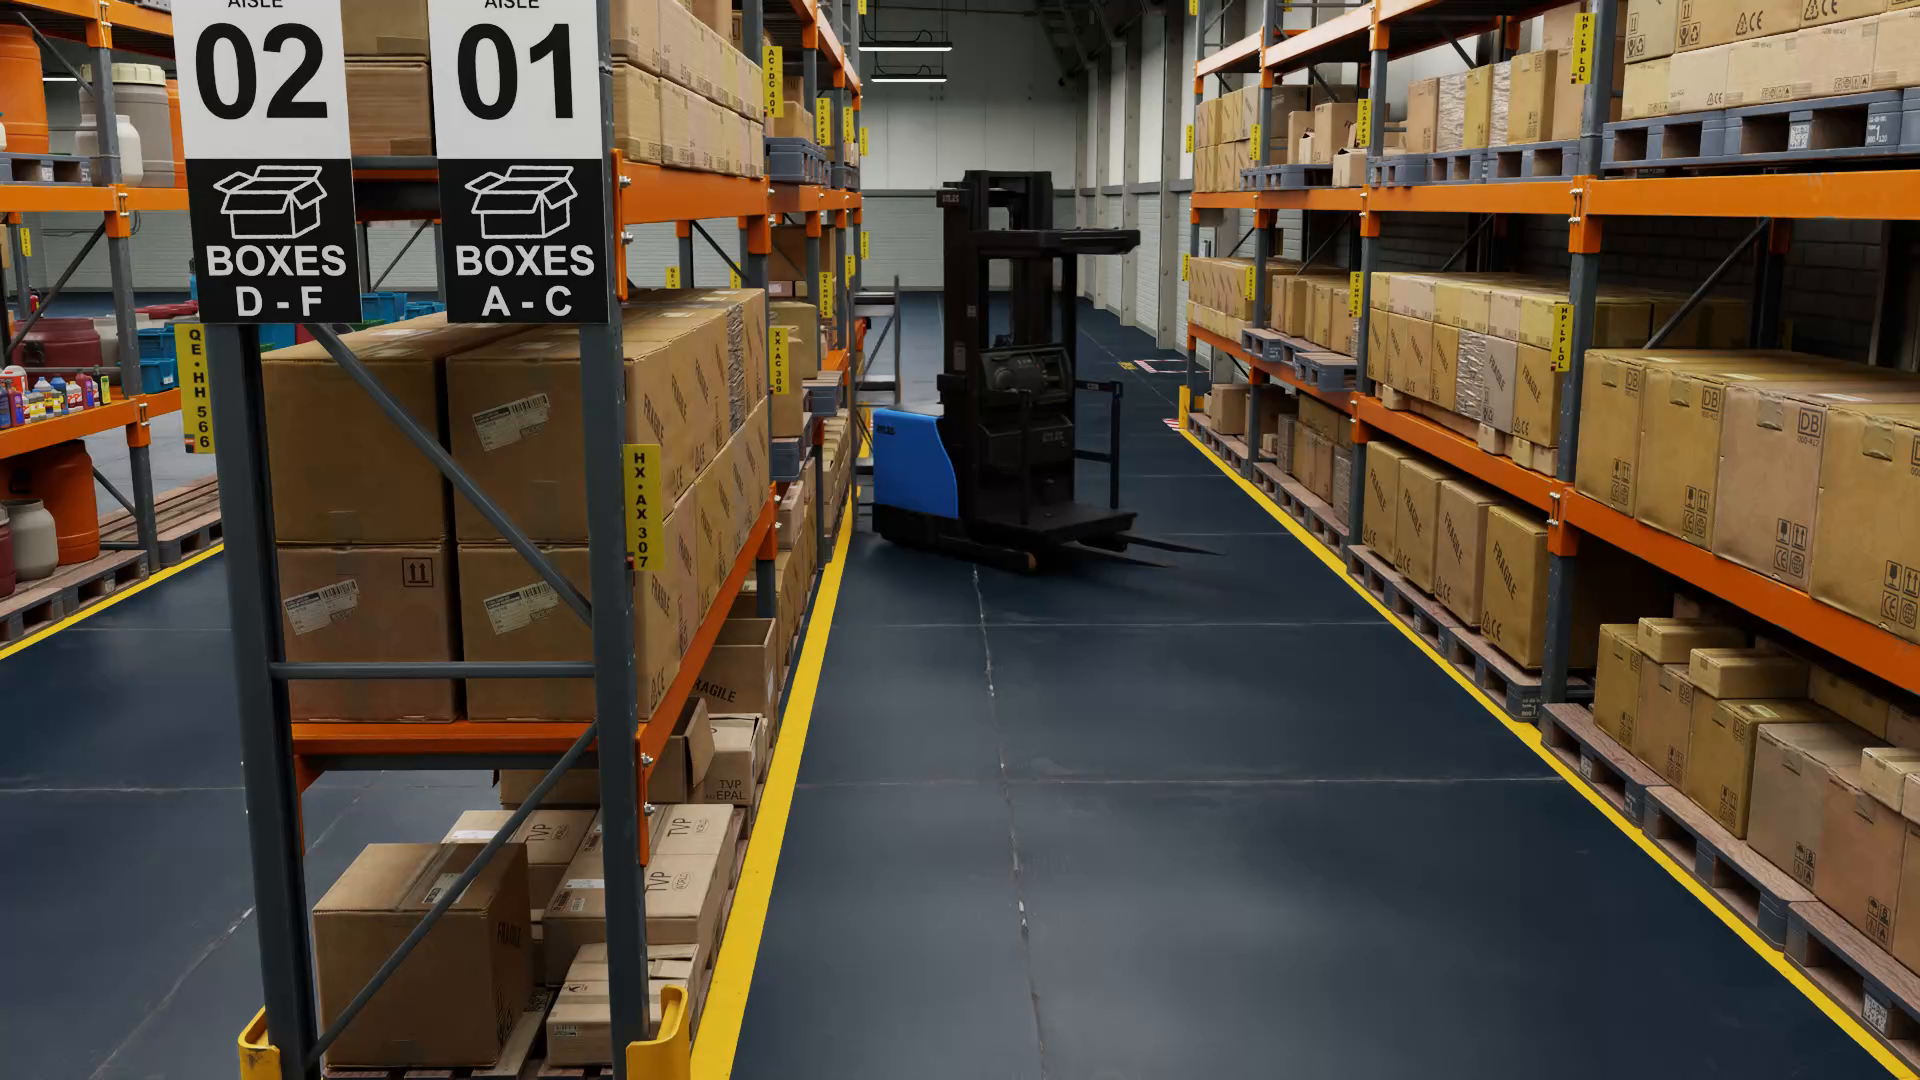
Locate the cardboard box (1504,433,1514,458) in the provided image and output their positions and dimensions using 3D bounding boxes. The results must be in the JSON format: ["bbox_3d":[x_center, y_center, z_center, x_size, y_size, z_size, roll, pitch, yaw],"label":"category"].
[{"bbox_3d":[3.239,-0.526,9.187,0.380,0.149,0.250,0,11,1],"label":"cardboard box"}]

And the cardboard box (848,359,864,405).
[{"bbox_3d":[-1.339,-1.757,18.649,0.500,0.500,0.500,0,11,-1],"label":"cardboard box"}]

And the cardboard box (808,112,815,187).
[{"bbox_3d":[-1.475,-2.678,11.417,0.910,0.500,0.500,0,11,-1],"label":"cardboard box"}]

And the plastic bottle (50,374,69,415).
[{"bbox_3d":[-6.042,-0.976,11.150,0.097,0.271,0.097,0,11,0],"label":"plastic bottle"}]

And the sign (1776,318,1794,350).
[{"bbox_3d":[4.073,-0.937,8.256,0.100,0.325,0.005,0,11,-1],"label":"sign"}]

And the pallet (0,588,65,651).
[{"bbox_3d":[-6.390,0.540,10.369,1.003,0.211,1.213,0,11,-1],"label":"pallet"}]

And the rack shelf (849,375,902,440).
[{"bbox_3d":[-0.705,-1.131,13.922,0.431,0.518,0.480,0,11,-2],"label":"rack shelf"}]

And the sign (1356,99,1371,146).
[{"bbox_3d":[2.893,-2.988,11.898,0.100,0.325,0.005,0,11,-1],"label":"sign"}]

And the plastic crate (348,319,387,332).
[{"bbox_3d":[-6.298,-2.188,17.332,0.450,0.188,0.662,0,11,-1],"label":"plastic crate"}]

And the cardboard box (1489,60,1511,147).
[{"bbox_3d":[3.587,-2.591,9.886,0.700,0.500,0.500,0,11,-1],"label":"cardboard box"}]

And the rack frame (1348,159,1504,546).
[{"bbox_3d":[3.435,-1.266,12.256,1.000,3.000,0.127,0,11,-1],"label":"rack frame"}]

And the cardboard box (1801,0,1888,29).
[{"bbox_3d":[3.294,-2.042,5.721,0.500,0.500,0.500,-1,11,-4],"label":"cardboard box"}]

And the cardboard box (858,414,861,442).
[{"bbox_3d":[-1.317,-1.191,17.744,0.500,0.250,0.500,0,11,-1],"label":"cardboard box"}]

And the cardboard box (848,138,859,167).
[{"bbox_3d":[-1.384,-4.198,17.978,0.500,0.311,0.500,1,12,6],"label":"cardboard box"}]

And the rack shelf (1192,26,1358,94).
[{"bbox_3d":[3.311,-5.045,17.611,1.077,0.370,4.000,0,11,-1],"label":"rack shelf"}]

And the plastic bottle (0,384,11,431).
[{"bbox_3d":[-6.050,-0.864,10.396,0.144,0.351,0.185,0,11,-1],"label":"plastic bottle"}]

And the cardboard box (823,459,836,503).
[{"bbox_3d":[-1.235,-0.484,12.847,0.500,0.311,0.500,0,11,1],"label":"cardboard box"}]

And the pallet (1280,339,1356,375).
[{"bbox_3d":[3.353,-1.566,14.214,1.003,0.211,1.213,0,11,-1],"label":"pallet"}]

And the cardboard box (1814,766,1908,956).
[{"bbox_3d":[3.476,1.105,5.799,0.700,0.500,0.500,0,11,-1],"label":"cardboard box"}]

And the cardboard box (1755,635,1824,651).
[{"bbox_3d":[3.645,0.507,7.116,0.380,0.149,0.250,-1,11,-3],"label":"cardboard box"}]

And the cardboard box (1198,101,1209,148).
[{"bbox_3d":[2.995,-4.698,18.810,0.500,0.500,0.500,0,11,-2],"label":"cardboard box"}]

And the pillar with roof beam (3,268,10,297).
[{"bbox_3d":[-23.660,-11.513,47.674,9.100,9.000,0.548,0,11,-1],"label":"pillar with roof beam"}]

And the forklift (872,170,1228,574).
[{"bbox_3d":[0.657,-1.297,12.581,1.130,2.935,3.031,-11,16,-42],"label":"forklift"}]

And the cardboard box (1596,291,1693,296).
[{"bbox_3d":[3.751,-1.240,9.189,0.500,0.250,0.500,0,11,0],"label":"cardboard box"}]

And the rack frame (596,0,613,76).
[{"bbox_3d":[-1.352,-2.595,3.717,1.000,3.000,0.127,0,11,-1],"label":"rack frame"}]

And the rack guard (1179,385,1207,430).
[{"bbox_3d":[3.271,-1.616,20.269,1.175,0.500,0.348,0,11,-1],"label":"rack guard"}]

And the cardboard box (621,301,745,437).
[{"bbox_3d":[-1.142,-0.688,6.638,0.500,0.500,0.500,0,11,-1],"label":"cardboard box"}]

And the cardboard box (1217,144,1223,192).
[{"bbox_3d":[3.049,-4.001,17.892,0.500,0.500,0.500,0,11,2],"label":"cardboard box"}]

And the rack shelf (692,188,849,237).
[{"bbox_3d":[-1.559,-2.760,13.885,1.077,0.370,4.000,0,11,-1],"label":"rack shelf"}]

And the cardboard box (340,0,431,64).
[{"bbox_3d":[-1.618,-1.398,4.479,0.500,0.250,0.500,0,11,-1],"label":"cardboard box"}]

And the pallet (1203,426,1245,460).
[{"bbox_3d":[3.275,-1.071,18.308,1.003,0.211,1.213,0,11,-1],"label":"pallet"}]

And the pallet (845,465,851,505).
[{"bbox_3d":[-1.546,-0.527,15.628,1.003,0.211,1.213,0,11,-1],"label":"pallet"}]

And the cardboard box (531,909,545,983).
[{"bbox_3d":[-1.528,1.330,5.478,0.380,0.166,0.250,0,11,-1],"label":"cardboard box"}]

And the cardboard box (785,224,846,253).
[{"bbox_3d":[-1.685,-3.417,19.342,0.700,0.500,0.500,0,11,-1],"label":"cardboard box"}]

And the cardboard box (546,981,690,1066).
[{"bbox_3d":[-1.017,1.442,4.971,0.380,0.149,0.250,0,11,-1],"label":"cardboard box"}]

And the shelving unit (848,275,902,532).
[{"bbox_3d":[-0.705,-1.145,13.920,0.431,2.100,0.503,0,11,-2],"label":"shelving unit"}]

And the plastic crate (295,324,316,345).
[{"bbox_3d":[-6.237,-1.957,15.500,0.402,0.464,0.583,0,11,-1],"label":"plastic crate"}]

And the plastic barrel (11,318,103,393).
[{"bbox_3d":[-6.782,-1.383,12.491,0.600,0.536,0.708,0,11,-1],"label":"plastic barrel"}]

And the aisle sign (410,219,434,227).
[{"bbox_3d":[-6.340,-4.105,19.712,0.394,0.787,0.004,0,11,-1],"label":"aisle sign"}]

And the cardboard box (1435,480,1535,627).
[{"bbox_3d":[3.353,0.071,10.014,0.750,0.750,0.750,0,11,1],"label":"cardboard box"}]

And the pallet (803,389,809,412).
[{"bbox_3d":[-1.473,-0.765,10.266,1.003,0.211,1.213,0,11,-1],"label":"pallet"}]

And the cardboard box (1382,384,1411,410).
[{"bbox_3d":[3.128,-0.983,11.443,0.380,0.149,0.250,0,11,1],"label":"cardboard box"}]

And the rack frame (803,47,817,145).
[{"bbox_3d":[-1.517,-4.185,11.556,1.000,3.000,0.127,0,11,-1],"label":"rack frame"}]

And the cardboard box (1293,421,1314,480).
[{"bbox_3d":[3.445,-0.803,15.154,0.700,0.500,0.500,0,11,-2],"label":"cardboard box"}]

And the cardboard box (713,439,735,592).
[{"bbox_3d":[-1.130,-0.095,6.231,0.500,0.500,0.500,0,11,0],"label":"cardboard box"}]

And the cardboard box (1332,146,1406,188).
[{"bbox_3d":[3.150,-2.844,12.665,0.500,0.311,0.500,0,11,-1],"label":"cardboard box"}]

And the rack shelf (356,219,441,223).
[{"bbox_3d":[-6.594,-3.536,17.708,1.077,0.370,4.000,0,11,-1],"label":"rack shelf"}]

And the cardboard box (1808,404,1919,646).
[{"bbox_3d":[3.554,-0.069,5.600,0.980,0.700,0.700,0,11,-2],"label":"cardboard box"}]

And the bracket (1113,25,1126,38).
[{"bbox_3d":[3.431,-10.919,35.695,0.235,0.232,0.430,0,11,-1],"label":"bracket"}]

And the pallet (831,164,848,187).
[{"bbox_3d":[-1.644,-3.636,16.617,1.003,0.211,1.213,0,11,-1],"label":"pallet"}]

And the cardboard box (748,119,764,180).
[{"bbox_3d":[-1.159,-1.751,7.479,0.500,0.250,0.500,0,11,-1],"label":"cardboard box"}]

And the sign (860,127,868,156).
[{"bbox_3d":[-1.140,-4.700,19.610,0.100,0.325,0.005,0,11,-1],"label":"sign"}]

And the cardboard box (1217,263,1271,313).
[{"bbox_3d":[3.018,-2.657,17.553,0.500,0.500,0.500,-1,11,-3],"label":"cardboard box"}]

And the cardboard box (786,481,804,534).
[{"bbox_3d":[-1.233,-0.204,10.313,0.500,0.250,0.500,0,11,-2],"label":"cardboard box"}]

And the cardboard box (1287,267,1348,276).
[{"bbox_3d":[3.552,-2.459,16.579,0.500,0.500,0.500,-1,11,-2],"label":"cardboard box"}]
